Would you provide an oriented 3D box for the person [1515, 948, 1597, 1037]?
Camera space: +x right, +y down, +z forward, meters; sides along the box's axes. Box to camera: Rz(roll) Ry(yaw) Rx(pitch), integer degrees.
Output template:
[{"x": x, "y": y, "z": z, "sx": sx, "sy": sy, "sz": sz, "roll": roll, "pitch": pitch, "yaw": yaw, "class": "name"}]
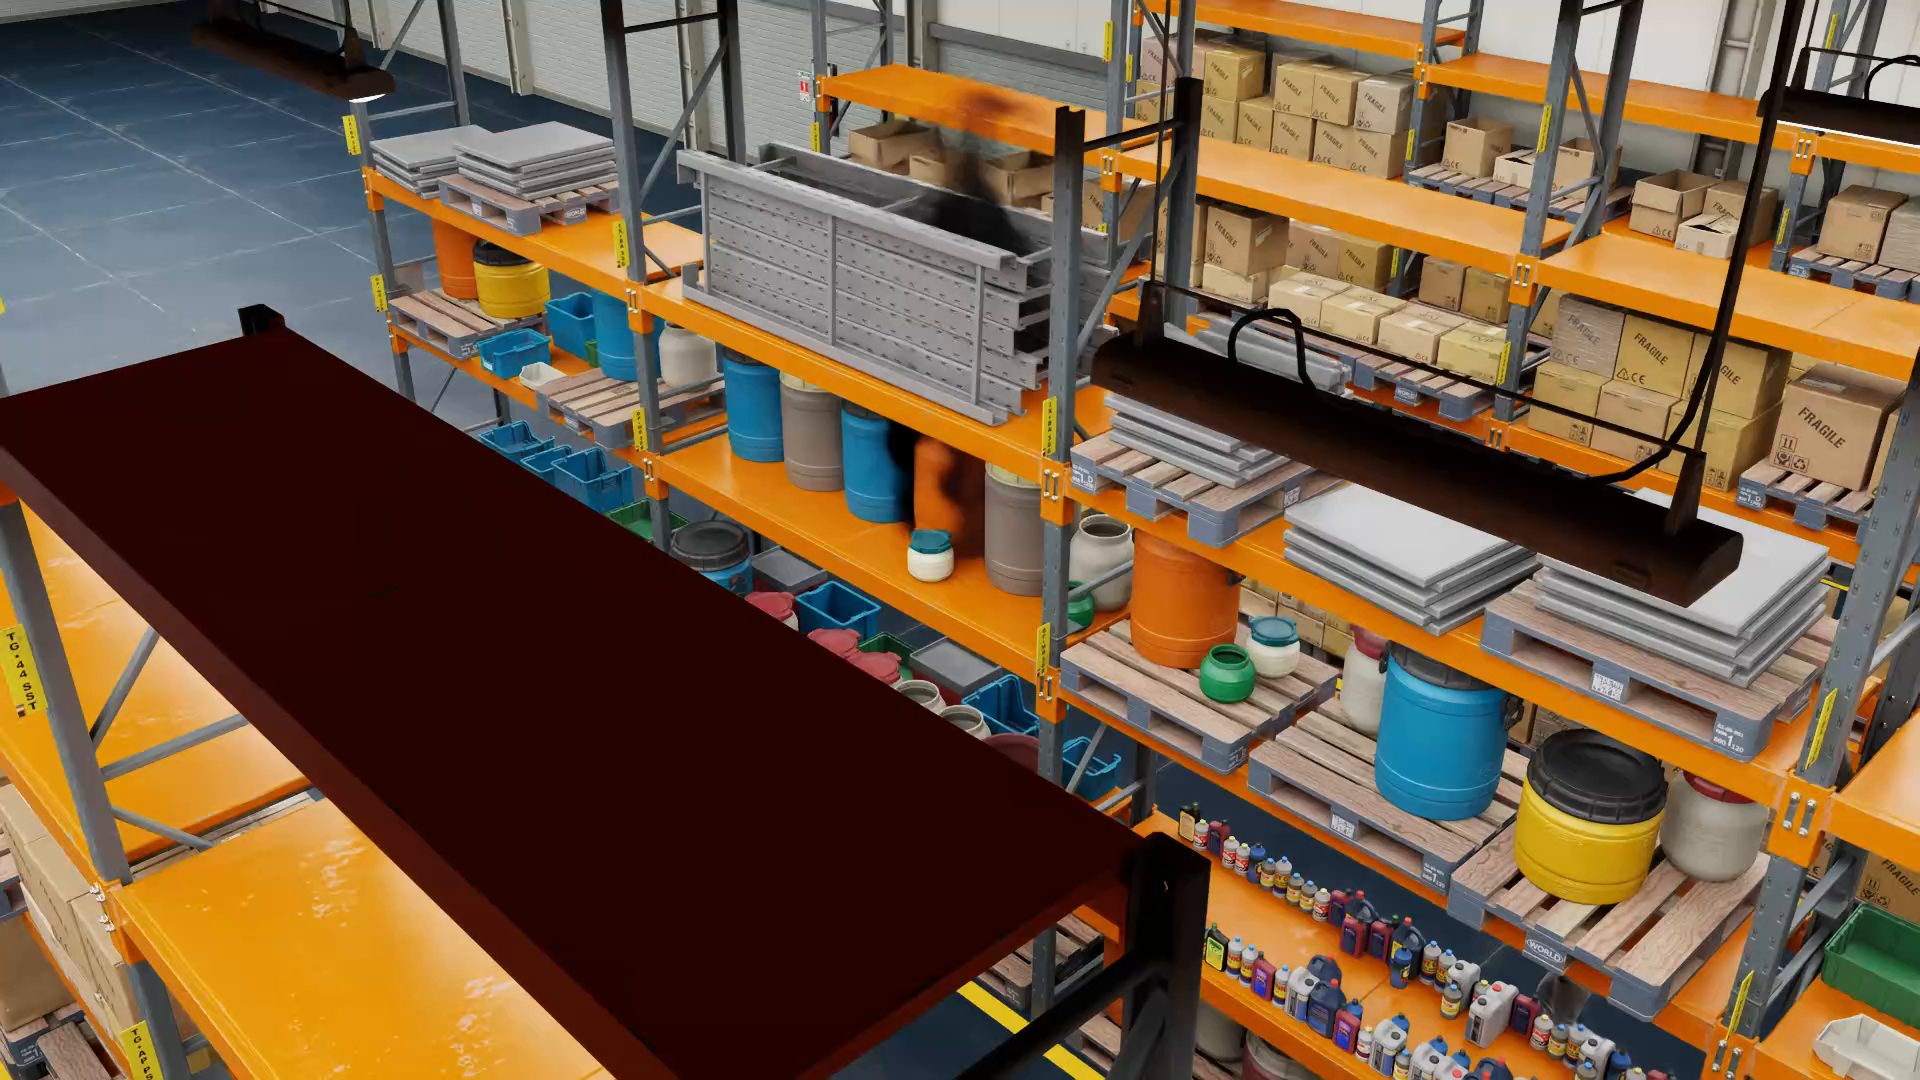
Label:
[{"x": 3.839, "y": 2.664, "z": 10.151, "sx": 0.843, "sy": 1.678, "sz": 0.600, "roll": 25, "pitch": 37, "yaw": 38, "class": "person"}]
